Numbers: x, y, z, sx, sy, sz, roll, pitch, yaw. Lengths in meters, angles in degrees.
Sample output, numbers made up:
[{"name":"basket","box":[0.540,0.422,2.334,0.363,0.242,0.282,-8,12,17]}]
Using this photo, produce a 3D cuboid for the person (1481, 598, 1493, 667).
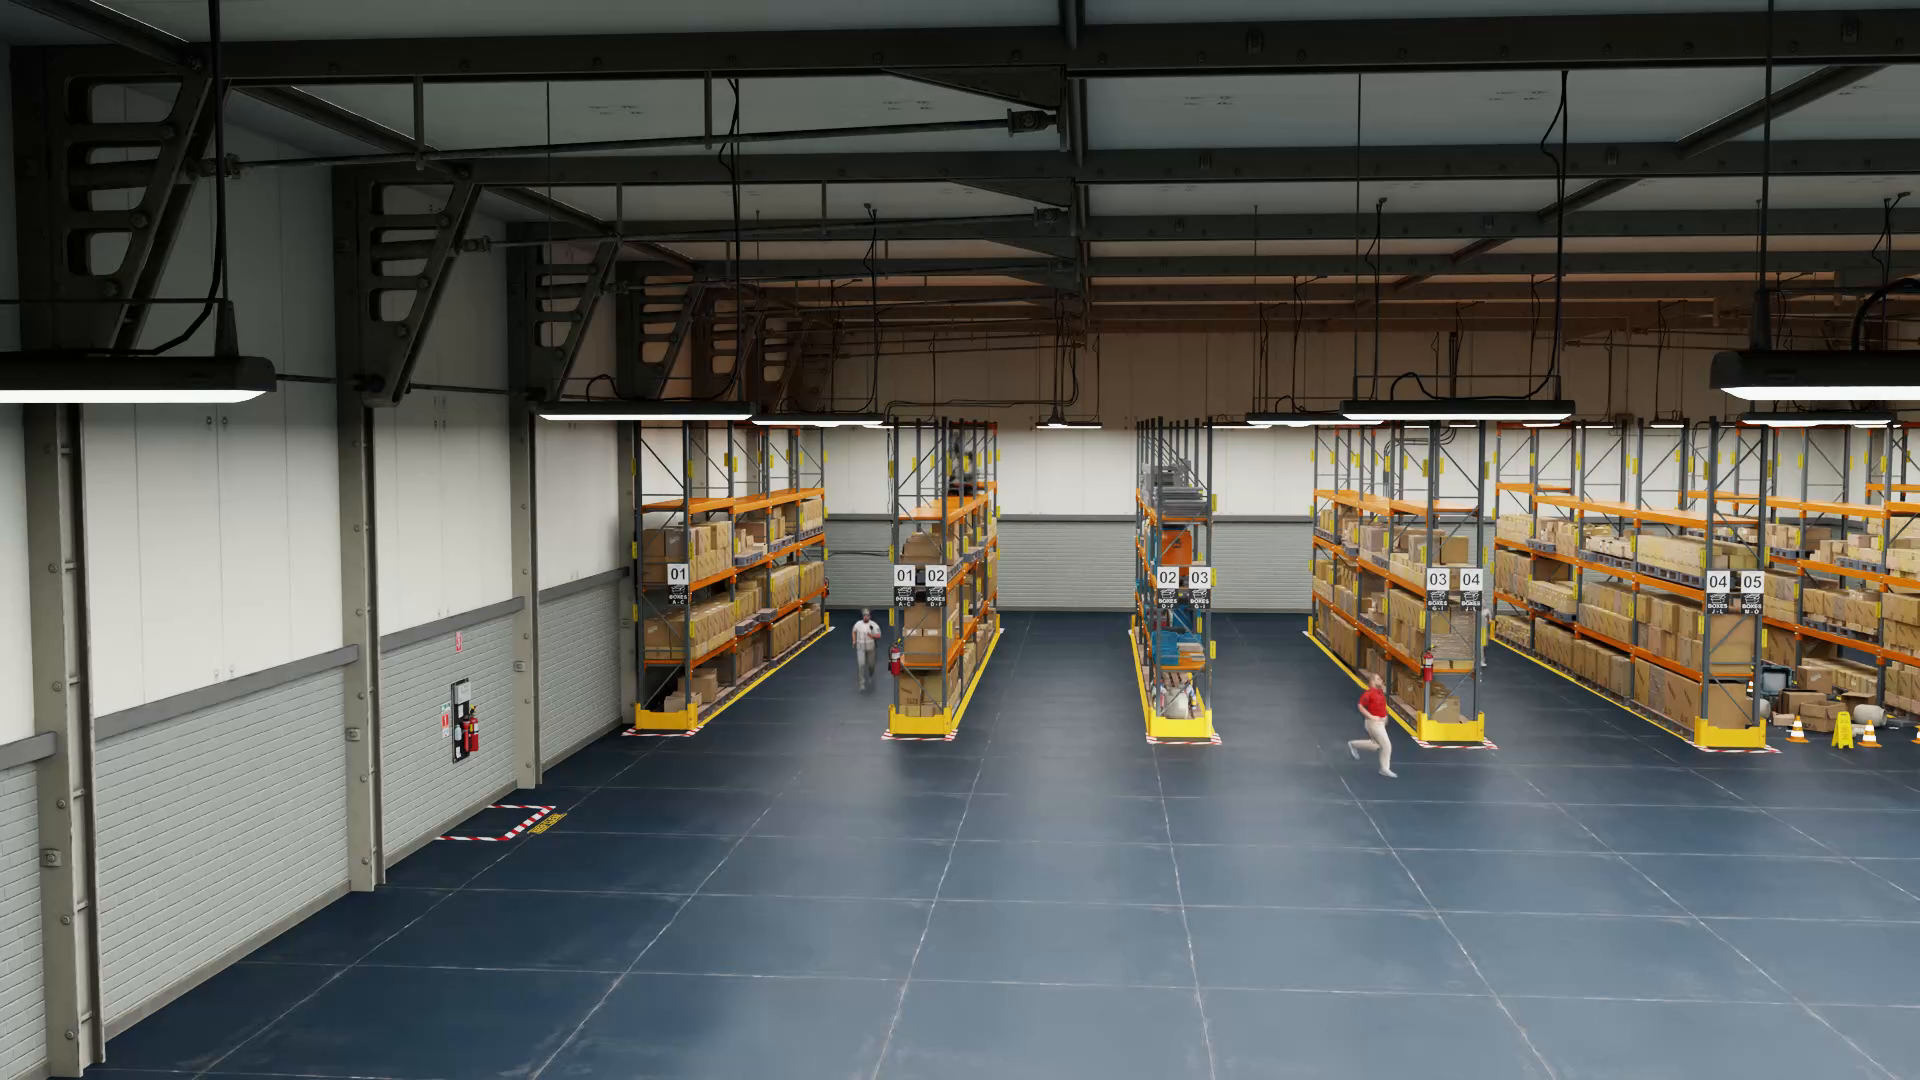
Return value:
[{"name":"person","box":[12.729,2.233,40.651,0.575,1.645,0.914,0,4,-1]}]

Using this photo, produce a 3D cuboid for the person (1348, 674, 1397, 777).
[{"name":"person","box":[6.918,3.087,27.829,0.860,1.707,0.660,2,4,31]}]

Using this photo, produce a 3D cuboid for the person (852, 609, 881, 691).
[{"name":"person","box":[-2.082,2.407,36.935,0.662,1.758,0.989,0,4,-1]}]
